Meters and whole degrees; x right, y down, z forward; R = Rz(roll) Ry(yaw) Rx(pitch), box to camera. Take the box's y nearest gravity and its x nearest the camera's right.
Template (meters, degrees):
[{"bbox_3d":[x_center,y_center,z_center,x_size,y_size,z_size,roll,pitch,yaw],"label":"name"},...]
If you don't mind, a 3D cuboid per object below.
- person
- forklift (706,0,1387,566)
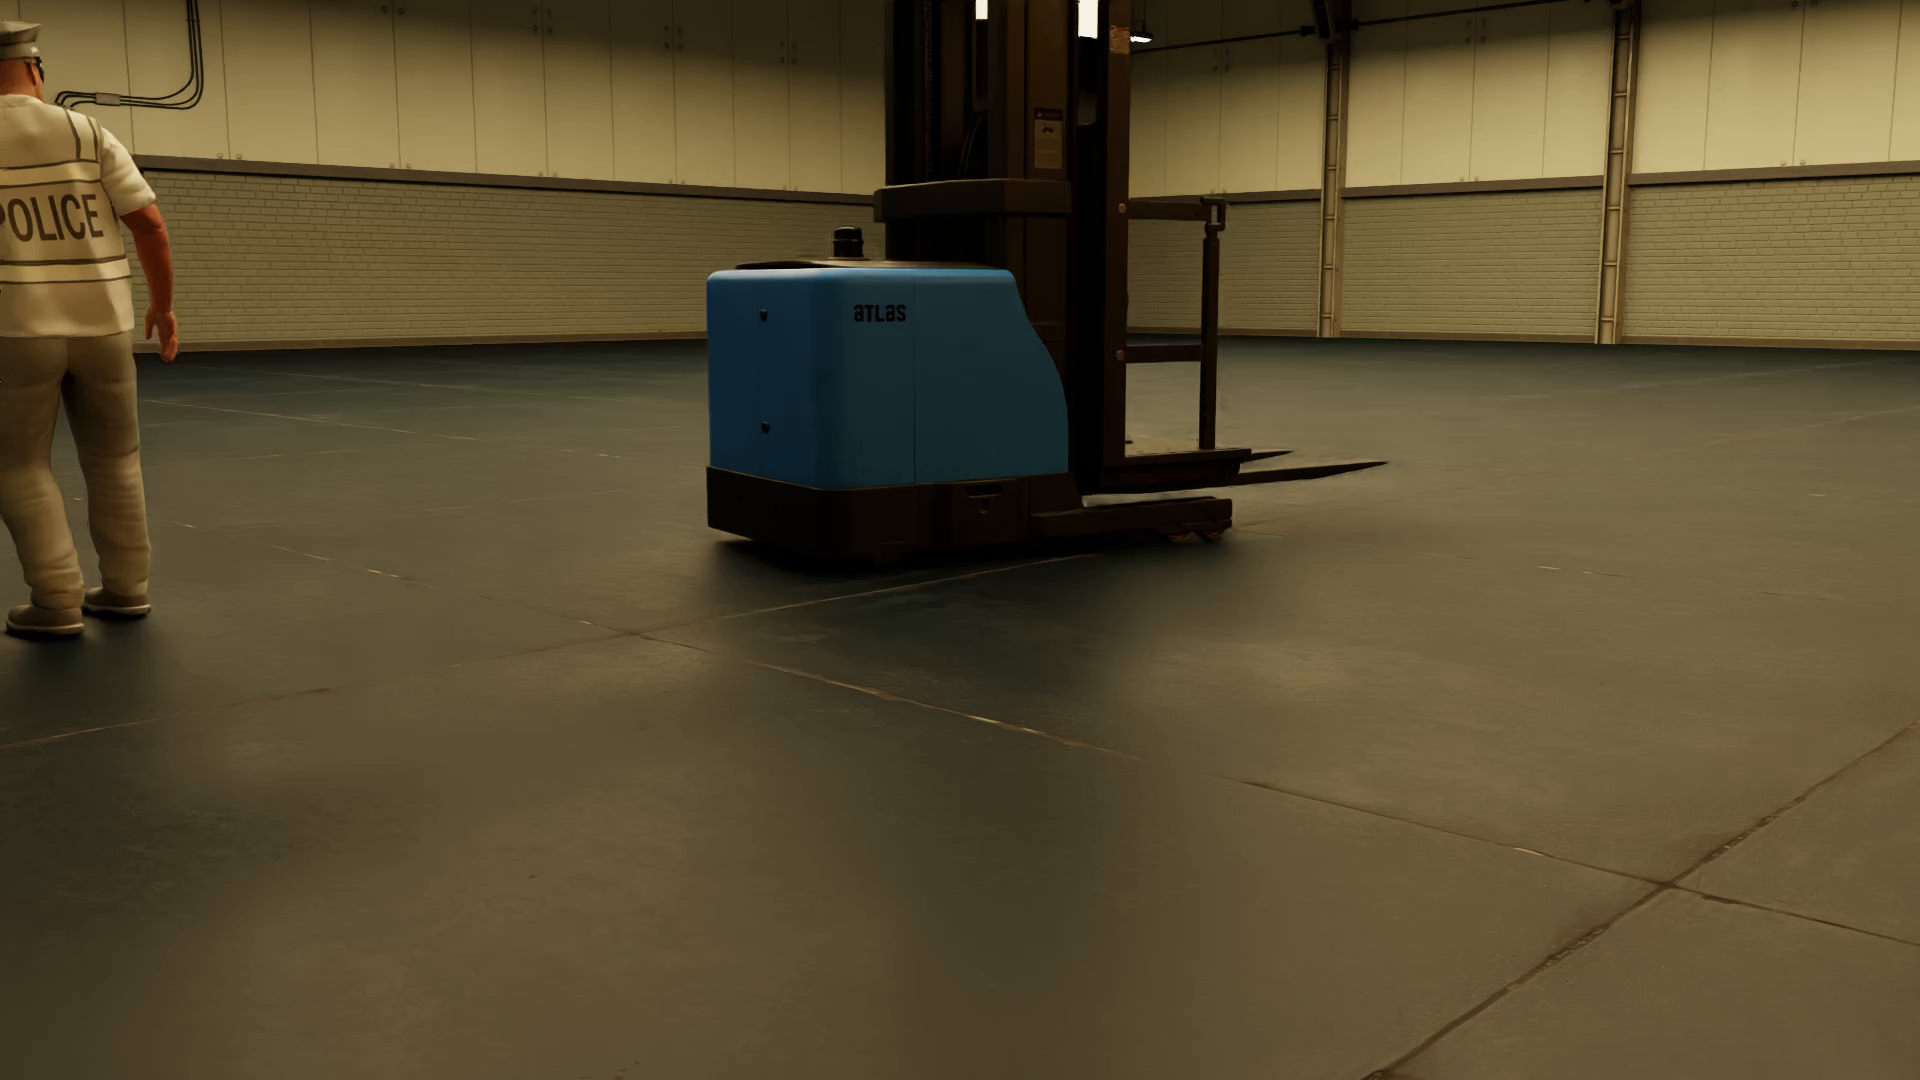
[{"bbox_3d":[-2.697,-0.614,4.887,0.720,1.759,0.541,-8,12,-42],"label":"person"},{"bbox_3d":[0.506,-1.500,6.837,3.031,2.935,1.130,-6,10,-33],"label":"forklift"}]
